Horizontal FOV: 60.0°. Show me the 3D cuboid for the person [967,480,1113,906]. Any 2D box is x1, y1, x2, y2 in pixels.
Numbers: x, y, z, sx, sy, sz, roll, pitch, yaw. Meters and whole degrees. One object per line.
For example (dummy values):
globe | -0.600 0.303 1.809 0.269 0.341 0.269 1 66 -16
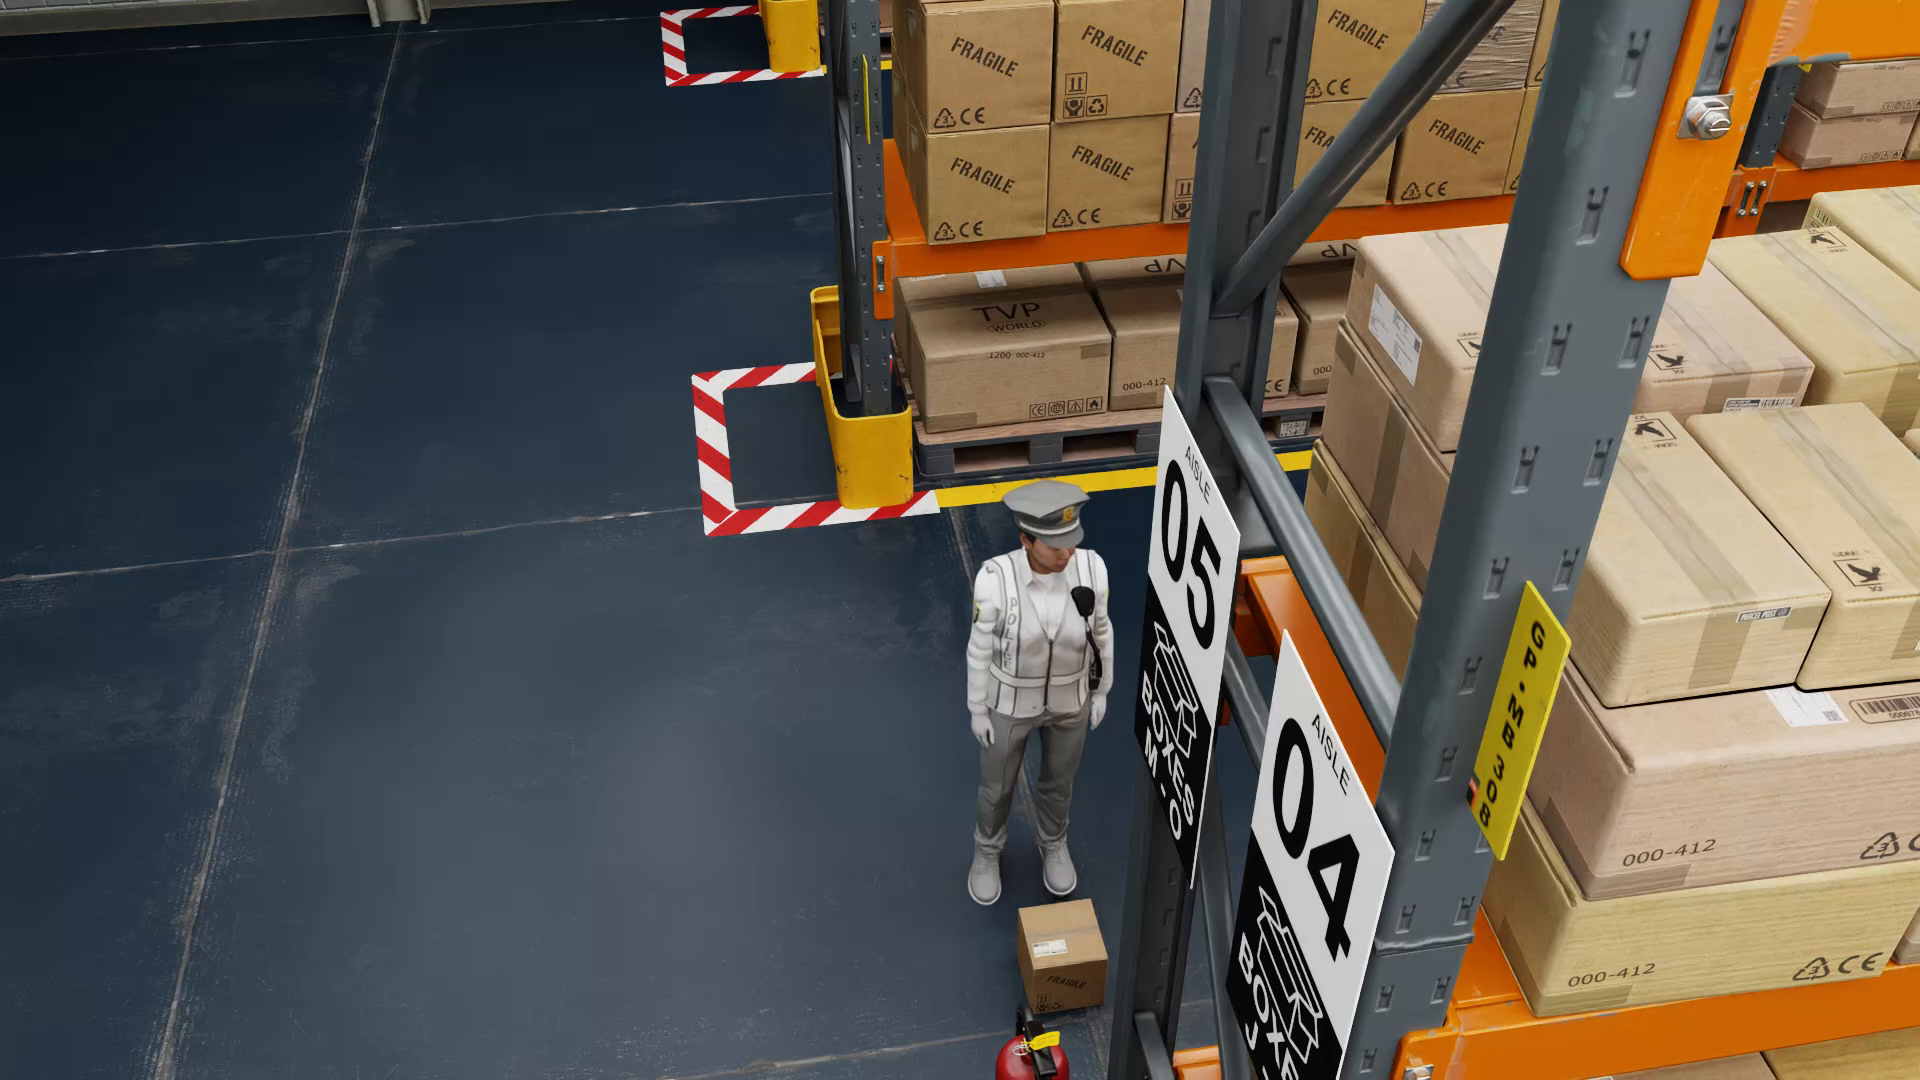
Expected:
person | 0.264 0.526 5.475 0.496 1.708 0.334 -6 39 -8
